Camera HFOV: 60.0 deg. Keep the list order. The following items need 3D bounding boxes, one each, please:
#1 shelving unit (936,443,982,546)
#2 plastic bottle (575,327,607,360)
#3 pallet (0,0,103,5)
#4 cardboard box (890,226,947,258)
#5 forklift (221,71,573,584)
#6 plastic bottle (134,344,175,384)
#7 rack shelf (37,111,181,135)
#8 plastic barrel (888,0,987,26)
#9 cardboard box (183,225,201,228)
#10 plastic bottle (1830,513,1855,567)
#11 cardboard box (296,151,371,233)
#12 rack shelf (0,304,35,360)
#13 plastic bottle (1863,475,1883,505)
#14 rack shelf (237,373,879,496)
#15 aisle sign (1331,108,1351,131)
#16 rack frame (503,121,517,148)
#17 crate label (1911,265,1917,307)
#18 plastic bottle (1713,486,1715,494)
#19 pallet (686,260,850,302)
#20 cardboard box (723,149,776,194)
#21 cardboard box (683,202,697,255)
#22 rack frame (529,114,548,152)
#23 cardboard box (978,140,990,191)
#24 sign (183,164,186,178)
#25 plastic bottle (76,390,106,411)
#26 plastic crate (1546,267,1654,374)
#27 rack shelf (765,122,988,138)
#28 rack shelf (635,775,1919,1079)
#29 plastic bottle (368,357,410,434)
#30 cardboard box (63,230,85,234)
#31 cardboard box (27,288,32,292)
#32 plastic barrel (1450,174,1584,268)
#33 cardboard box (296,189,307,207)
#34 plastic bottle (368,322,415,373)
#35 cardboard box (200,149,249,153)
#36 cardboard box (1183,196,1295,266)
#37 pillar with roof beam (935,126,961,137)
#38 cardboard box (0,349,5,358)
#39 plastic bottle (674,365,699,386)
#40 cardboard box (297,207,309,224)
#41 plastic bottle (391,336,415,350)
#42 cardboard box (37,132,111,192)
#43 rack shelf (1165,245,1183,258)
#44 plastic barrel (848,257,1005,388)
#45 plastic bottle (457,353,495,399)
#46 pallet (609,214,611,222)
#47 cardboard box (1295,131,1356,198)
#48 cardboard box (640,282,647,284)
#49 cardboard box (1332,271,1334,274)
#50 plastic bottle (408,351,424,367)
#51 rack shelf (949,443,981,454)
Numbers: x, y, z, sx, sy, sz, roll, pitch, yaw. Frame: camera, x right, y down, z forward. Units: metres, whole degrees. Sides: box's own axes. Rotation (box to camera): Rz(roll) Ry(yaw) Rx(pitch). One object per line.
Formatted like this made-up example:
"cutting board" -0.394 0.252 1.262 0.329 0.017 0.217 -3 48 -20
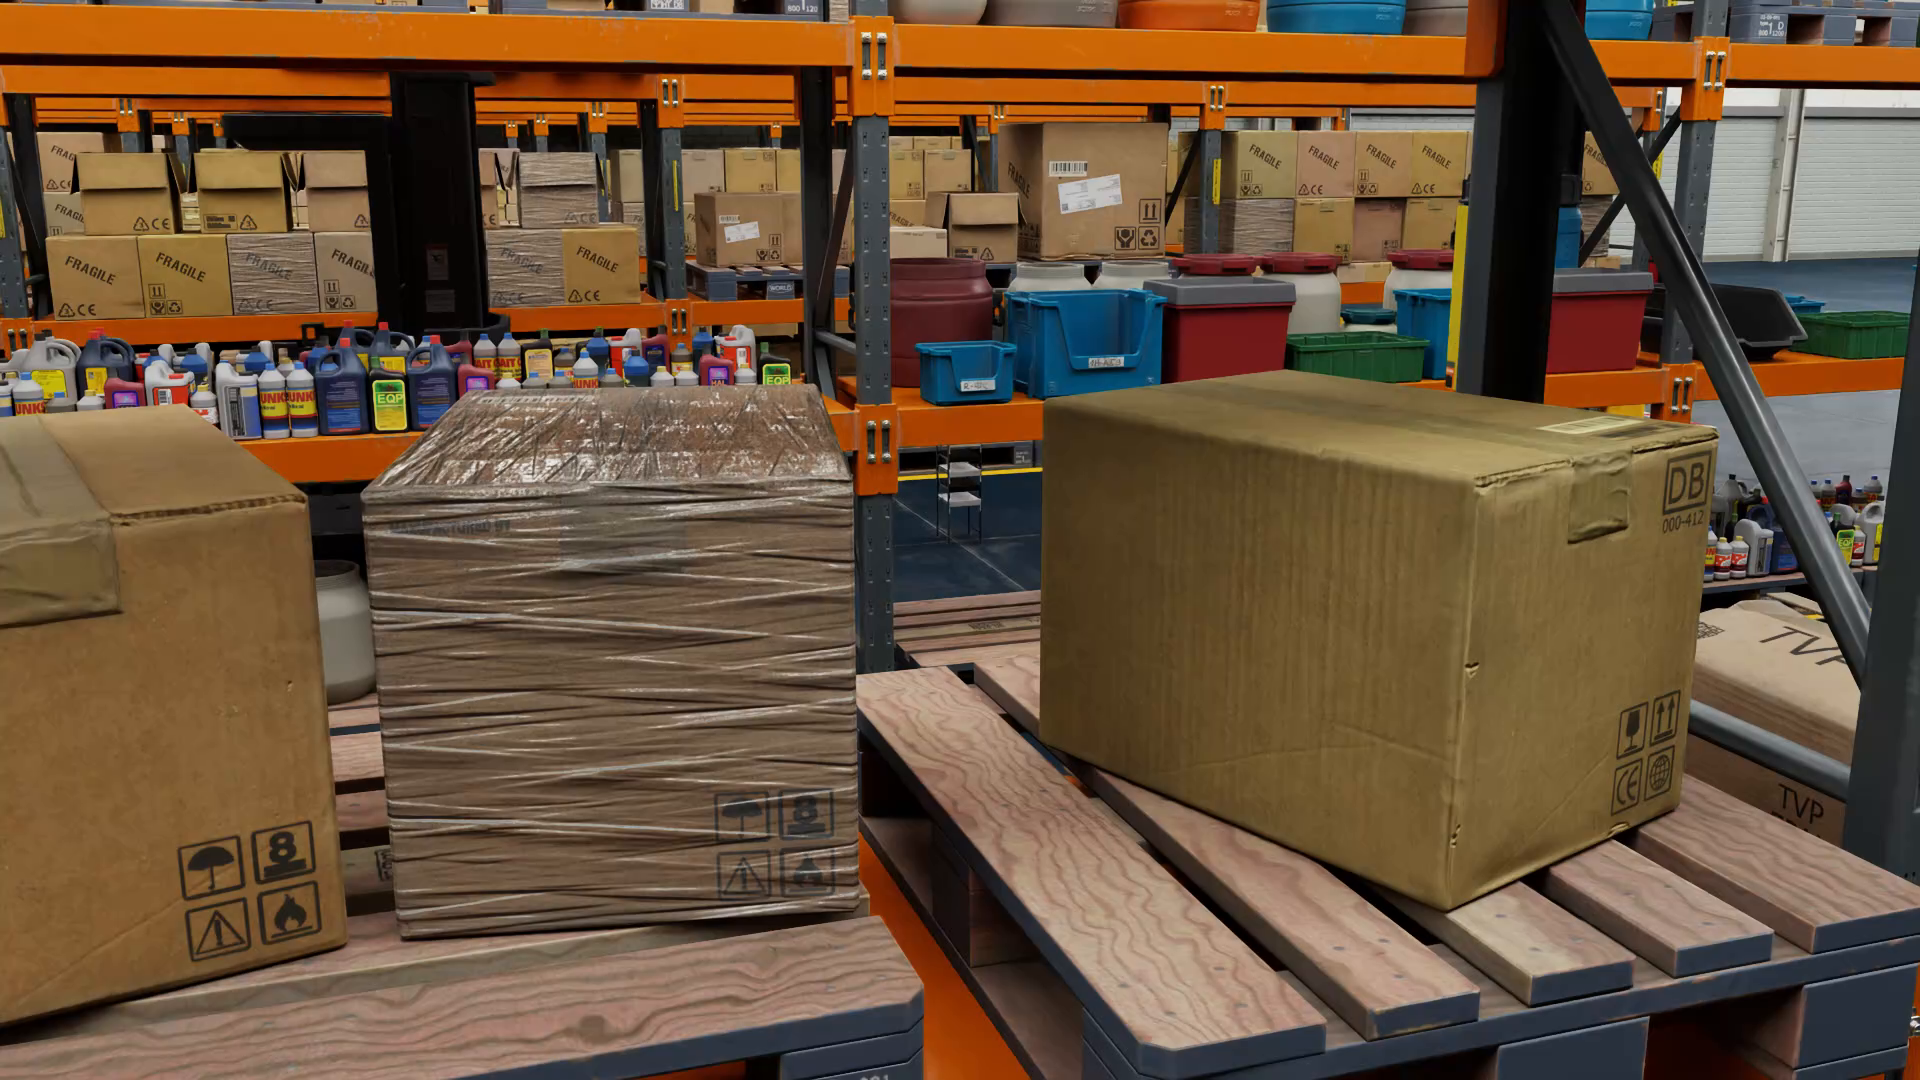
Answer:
"shelving unit" -0.008 -0.437 10.036 0.210 0.900 0.258 -4 14 -18
"plastic bottle" -1.587 -0.776 7.175 0.133 0.283 0.061 -4 14 -18
"pallet" -3.573 -1.979 5.907 1.003 0.211 1.213 -4 14 -18
"cardboard box" -0.412 -2.119 11.984 0.500 0.250 0.500 -5 14 -20
"forklift" -3.307 -1.237 9.011 3.031 2.935 1.130 -3 14 -13
"plastic bottle" -3.190 -0.636 6.604 0.135 0.276 0.152 -4 14 -18
"rack shelf" -10.921 -4.754 18.719 4.000 0.370 1.077 -4 14 -18
"plastic barrel" -0.102 -2.297 6.594 0.421 0.512 0.421 0 13 0
"cardboard box" -6.831 -2.724 14.749 0.250 0.149 0.380 -5 14 -21
"plastic bottle" 4.543 -0.001 8.584 0.133 0.283 0.061 -4 14 -16
"cardboard box" -4.024 -2.302 10.954 0.637 0.503 0.797 -4 14 -16
"rack shelf" -7.760 -1.121 9.929 4.000 0.370 1.077 -4 14 -18
"plastic bottle" 5.271 -0.239 9.612 0.097 0.271 0.097 0 13 0
"rack shelf" -2.389 -0.330 6.603 4.000 0.370 1.077 -4 14 -18
"aisle sign" 4.185 -4.804 18.239 0.004 0.787 0.394 -4 14 -18
"rack frame" -6.821 -5.176 25.420 0.127 3.000 1.000 -4 14 -18
"crate label" 5.430 -1.240 8.798 0.616 0.435 0.502 -4 14 -18
"plastic bottle" 4.139 -0.162 9.259 0.133 0.283 0.061 -3 14 -14
"pallet" -1.432 -1.897 12.049 1.003 0.211 1.213 -4 14 -18
"cardboard box" -2.166 -3.651 16.634 0.500 0.500 0.700 -5 14 -19
"cardboard box" -2.567 -3.070 16.351 0.500 0.500 0.500 -5 14 -19
"rack frame" -5.234 -4.087 20.845 0.127 3.000 1.000 -4 14 -18
"cardboard box" 0.592 -3.922 17.494 0.550 0.550 0.875 -4 14 -18
"sign" -8.847 -4.130 18.983 0.005 0.325 0.100 -4 14 -18
"plastic bottle" -3.075 -0.430 5.899 0.097 0.201 0.097 0 13 0
"plastic crate" 2.936 -1.051 7.942 0.583 0.464 0.402 -4 14 -18
"rack shelf" -1.134 -6.728 27.018 4.000 0.370 1.077 -4 14 -18
"rack shelf" -0.813 0.757 2.035 4.000 0.370 1.077 -4 14 -18
"plastic bottle" -2.126 -0.540 6.182 0.133 0.283 0.061 -4 14 -18
"cardboard box" -5.508 -1.762 10.852 0.500 0.500 0.500 -4 14 -18
"cardboard box" -12.970 -3.653 23.511 0.500 0.500 0.700 -4 14 -16
"plastic barrel" 2.835 -1.405 8.483 0.708 0.901 0.600 -4 14 -18
"cardboard box" -5.845 -3.091 15.005 0.250 0.149 0.380 -5 14 -19
"plastic bottle" -2.298 -0.706 6.735 0.185 0.351 0.144 -4 14 -18
"cardboard box" -8.517 -4.297 19.348 0.500 0.500 0.500 -4 14 -17
"cardboard box" 2.164 -2.422 12.985 0.500 0.500 0.875 -4 14 -18
"pillar with roof beam" 1.187 -7.887 23.854 0.400 9.000 9.100 -4 14 -18
"cardboard box" -6.516 -0.758 10.532 0.875 0.875 0.875 -4 14 -18
"plastic bottle" -1.075 -0.586 6.554 0.097 0.201 0.097 0 13 0
"cardboard box" -5.840 -2.947 15.045 0.250 0.149 0.380 -4 14 -16
"plastic bottle" -2.321 -0.704 6.888 0.135 0.276 0.152 -4 14 -18
"cardboard box" -7.710 -3.300 14.514 0.500 0.500 0.500 -5 14 -20
"rack shelf" 2.127 -3.102 18.257 4.000 0.370 1.077 -4 14 -18
"plastic barrel" -0.151 -0.995 7.548 0.708 0.536 0.600 -4 14 -18
"plastic bottle" -1.824 -0.563 6.280 0.133 0.283 0.061 -4 14 -18
"pallet" -4.593 -4.070 21.186 1.003 0.211 1.213 -4 14 -18
"cardboard box" 2.699 -2.904 12.849 0.500 0.500 0.500 -4 14 -18
"cardboard box" -3.999 -3.109 21.503 0.625 0.372 0.950 -5 14 -19
"cardboard box" 2.720 -2.098 13.022 0.250 0.149 0.380 -4 14 -18
"plastic bottle" -2.046 -0.581 6.356 0.133 0.283 0.061 -4 14 -18
"rack shelf" -0.008 -0.580 10.002 0.200 0.077 0.258 -4 14 -18
